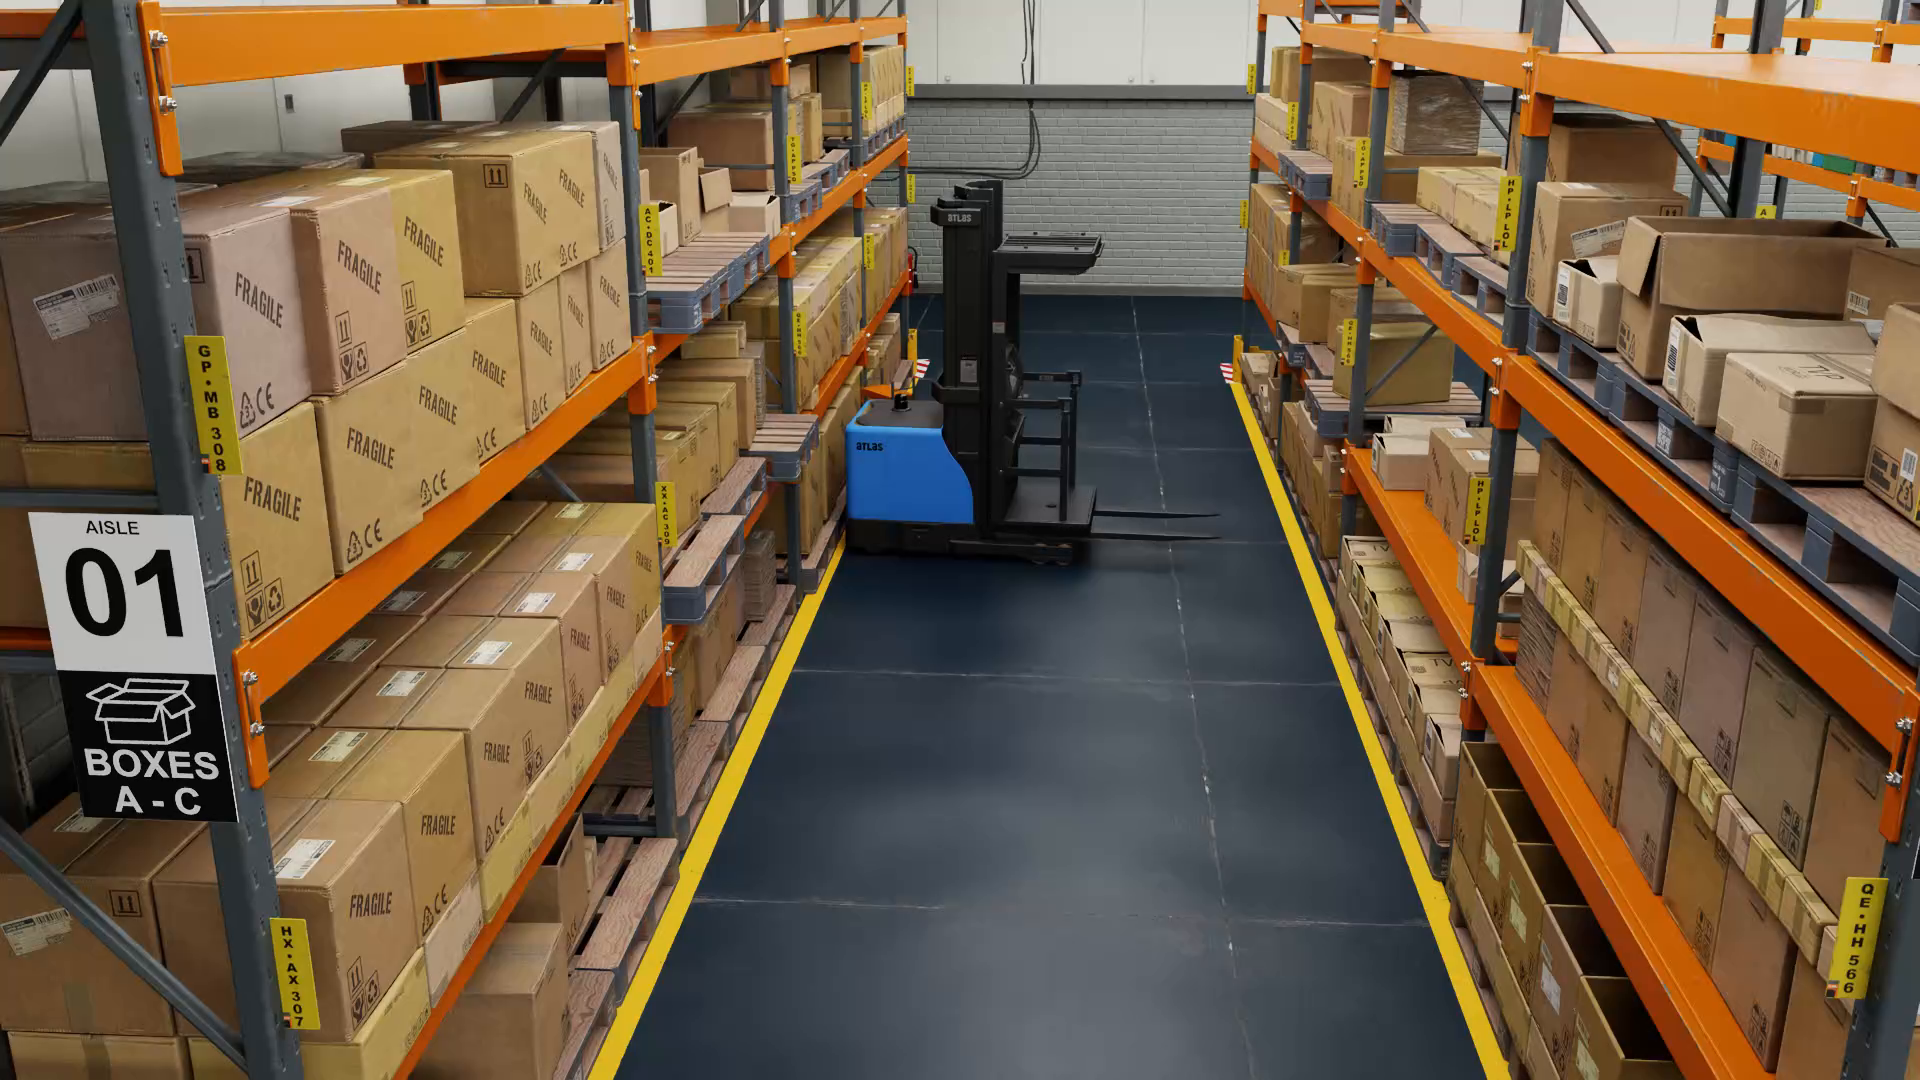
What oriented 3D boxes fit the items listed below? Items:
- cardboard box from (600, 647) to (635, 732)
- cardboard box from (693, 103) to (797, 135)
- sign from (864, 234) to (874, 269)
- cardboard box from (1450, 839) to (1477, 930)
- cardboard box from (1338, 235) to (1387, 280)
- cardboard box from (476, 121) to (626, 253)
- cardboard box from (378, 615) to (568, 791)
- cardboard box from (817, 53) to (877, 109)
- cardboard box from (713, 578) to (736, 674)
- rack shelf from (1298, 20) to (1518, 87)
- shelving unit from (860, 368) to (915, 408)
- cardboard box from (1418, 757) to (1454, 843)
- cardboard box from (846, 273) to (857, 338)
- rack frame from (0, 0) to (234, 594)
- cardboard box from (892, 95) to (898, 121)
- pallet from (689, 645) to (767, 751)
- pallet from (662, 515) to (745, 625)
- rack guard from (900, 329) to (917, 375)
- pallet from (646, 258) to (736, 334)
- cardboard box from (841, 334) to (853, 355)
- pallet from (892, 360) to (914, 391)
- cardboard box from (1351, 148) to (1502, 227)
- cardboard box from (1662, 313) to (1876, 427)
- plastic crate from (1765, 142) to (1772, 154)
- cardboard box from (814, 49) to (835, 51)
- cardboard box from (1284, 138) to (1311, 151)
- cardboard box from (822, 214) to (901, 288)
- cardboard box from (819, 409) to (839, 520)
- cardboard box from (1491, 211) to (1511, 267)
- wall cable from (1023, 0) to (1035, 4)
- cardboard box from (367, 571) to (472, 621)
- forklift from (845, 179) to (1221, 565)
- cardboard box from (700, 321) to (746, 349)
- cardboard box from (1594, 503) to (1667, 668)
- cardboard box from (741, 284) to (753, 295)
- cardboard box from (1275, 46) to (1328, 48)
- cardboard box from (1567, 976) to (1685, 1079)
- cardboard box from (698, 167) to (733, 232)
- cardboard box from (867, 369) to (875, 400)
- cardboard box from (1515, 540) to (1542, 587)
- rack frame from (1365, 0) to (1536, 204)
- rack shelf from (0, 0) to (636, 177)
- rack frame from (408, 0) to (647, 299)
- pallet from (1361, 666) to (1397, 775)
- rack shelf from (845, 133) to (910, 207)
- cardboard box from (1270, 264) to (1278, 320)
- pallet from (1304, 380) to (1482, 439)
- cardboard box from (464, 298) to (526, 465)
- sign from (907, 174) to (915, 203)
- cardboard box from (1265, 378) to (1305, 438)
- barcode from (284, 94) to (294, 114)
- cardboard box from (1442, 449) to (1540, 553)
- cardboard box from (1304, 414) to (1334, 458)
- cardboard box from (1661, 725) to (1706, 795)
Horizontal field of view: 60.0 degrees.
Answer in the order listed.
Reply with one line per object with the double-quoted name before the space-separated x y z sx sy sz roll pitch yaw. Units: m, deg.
"cardboard box" -1.750 0.649 7.335 0.500 0.250 0.500 1 18 4
"cardboard box" -1.672 -3.135 12.989 0.700 0.500 0.500 2 18 7
"sign" -0.859 -2.710 15.643 0.100 0.325 0.005 1 18 4
"cardboard box" 2.631 1.632 7.866 0.500 0.250 0.500 1 18 4
"cardboard box" 3.855 -2.759 15.761 0.500 0.500 0.500 2 18 5
"cardboard box" -1.740 -1.517 7.121 0.500 0.500 0.500 0 18 -1
"cardboard box" -1.813 0.610 6.247 0.500 0.500 0.500 2 18 6
"cardboard box" -1.070 -4.379 15.854 0.500 0.500 0.500 1 18 3
"cardboard box" -1.847 0.552 10.729 0.700 0.500 0.500 1 18 4
"rack shelf" 3.397 -3.795 12.849 1.077 0.370 4.000 1 18 4
"shelving unit" -0.633 -0.867 14.642 0.258 1.200 0.503 -13 22 -34
"cardboard box" 2.708 1.360 8.698 0.500 0.250 0.500 1 18 3
"cardboard box" -1.209 -2.097 14.835 0.500 0.500 0.500 1 18 4
"rack frame" -2.261 -1.330 3.530 1.000 3.000 0.127 1 18 4
"cardboard box" -0.938 -4.655 17.900 0.500 0.250 0.500 1 18 2
"pallet" -1.835 0.982 10.588 1.003 0.211 1.213 1 18 4
"pallet" -1.774 0.136 9.000 1.003 0.211 1.213 1 18 4
"rack guard" -1.112 -2.268 20.042 1.175 0.500 0.348 1 18 4
"pallet" -1.824 -1.247 8.396 1.213 0.211 1.003 1 18 4
"cardboard box" -1.161 -1.743 14.797 0.380 0.149 0.250 1 18 4
"pallet" -1.093 -1.873 19.301 1.003 0.211 1.213 1 18 4
"cardboard box" 3.251 -2.464 11.646 0.910 0.500 0.500 1 18 4
"cardboard box" 2.540 -0.555 5.227 0.500 0.311 0.500 3 18 10
"plastic crate" 8.384 -4.155 17.068 0.504 0.338 0.767 1 18 4
"cardboard box" -1.531 -4.709 16.862 0.500 0.500 0.500 1 18 2
"cardboard box" 3.310 -3.608 15.540 0.500 0.250 0.500 1 18 4
"cardboard box" -1.182 -3.206 18.409 0.980 0.700 0.700 1 18 3
"cardboard box" -1.435 -0.639 13.835 0.750 0.750 0.750 1 18 4
"cardboard box" 3.057 -1.528 8.517 0.500 0.250 0.500 0 18 -1
"wall cable" 2.346 -8.912 23.545 3.097 2.526 0.112 1 18 4
"cardboard box" -2.298 0.440 6.766 0.500 0.500 0.500 2 18 5
"forklift" 0.622 -1.367 13.387 3.031 2.935 1.130 2 18 7
"cardboard box" -1.682 -1.421 11.533 0.380 0.149 0.250 -1 18 -3
"cardboard box" 2.870 0.174 6.330 0.700 0.500 0.500 1 18 4
"cardboard box" -1.873 -1.826 12.804 0.500 0.250 0.500 1 18 2
"cardboard box" 3.807 -5.127 18.170 0.700 0.500 0.500 1 18 4
"cardboard box" 2.479 1.897 5.854 0.500 0.500 0.500 1 18 4
"cardboard box" -1.873 -2.047 10.339 0.797 0.503 0.637 4 19 12
"cardboard box" -1.245 -1.448 16.864 0.700 0.500 0.500 2 18 5
"cardboard box" 2.755 0.111 7.564 0.380 0.149 0.250 1 18 4
"rack frame" 3.254 -3.705 10.779 1.000 3.000 0.127 1 18 4
"rack shelf" -2.118 -1.608 5.539 1.077 0.370 4.000 1 18 4
"rack frame" -1.974 -2.572 7.322 1.000 3.000 0.127 1 18 4
"pallet" 3.066 1.103 10.217 1.003 0.211 1.213 1 18 4
"rack shelf" -1.257 -3.911 17.379 1.077 0.370 4.000 1 18 4
"cardboard box" 3.356 -2.465 16.469 0.500 0.500 0.500 2 18 5
"pallet" 3.232 -0.975 12.390 1.213 0.211 1.003 1 18 4
"cardboard box" -1.863 -0.554 5.787 0.500 0.500 0.500 2 18 7
"sign" -0.574 -4.095 19.363 0.100 0.325 0.005 1 18 4
"cardboard box" 3.298 -1.301 16.385 0.500 0.500 0.500 1 18 4
"barcode" -2.503 -1.628 6.205 0.001 0.075 0.075 1 18 4
"cardboard box" 3.112 -0.217 9.607 0.500 0.500 0.500 1 18 4
"cardboard box" 3.156 -0.863 13.843 0.500 0.250 0.500 1 18 3
"cardboard box" 2.609 0.749 5.617 0.380 0.149 0.250 2 18 5
